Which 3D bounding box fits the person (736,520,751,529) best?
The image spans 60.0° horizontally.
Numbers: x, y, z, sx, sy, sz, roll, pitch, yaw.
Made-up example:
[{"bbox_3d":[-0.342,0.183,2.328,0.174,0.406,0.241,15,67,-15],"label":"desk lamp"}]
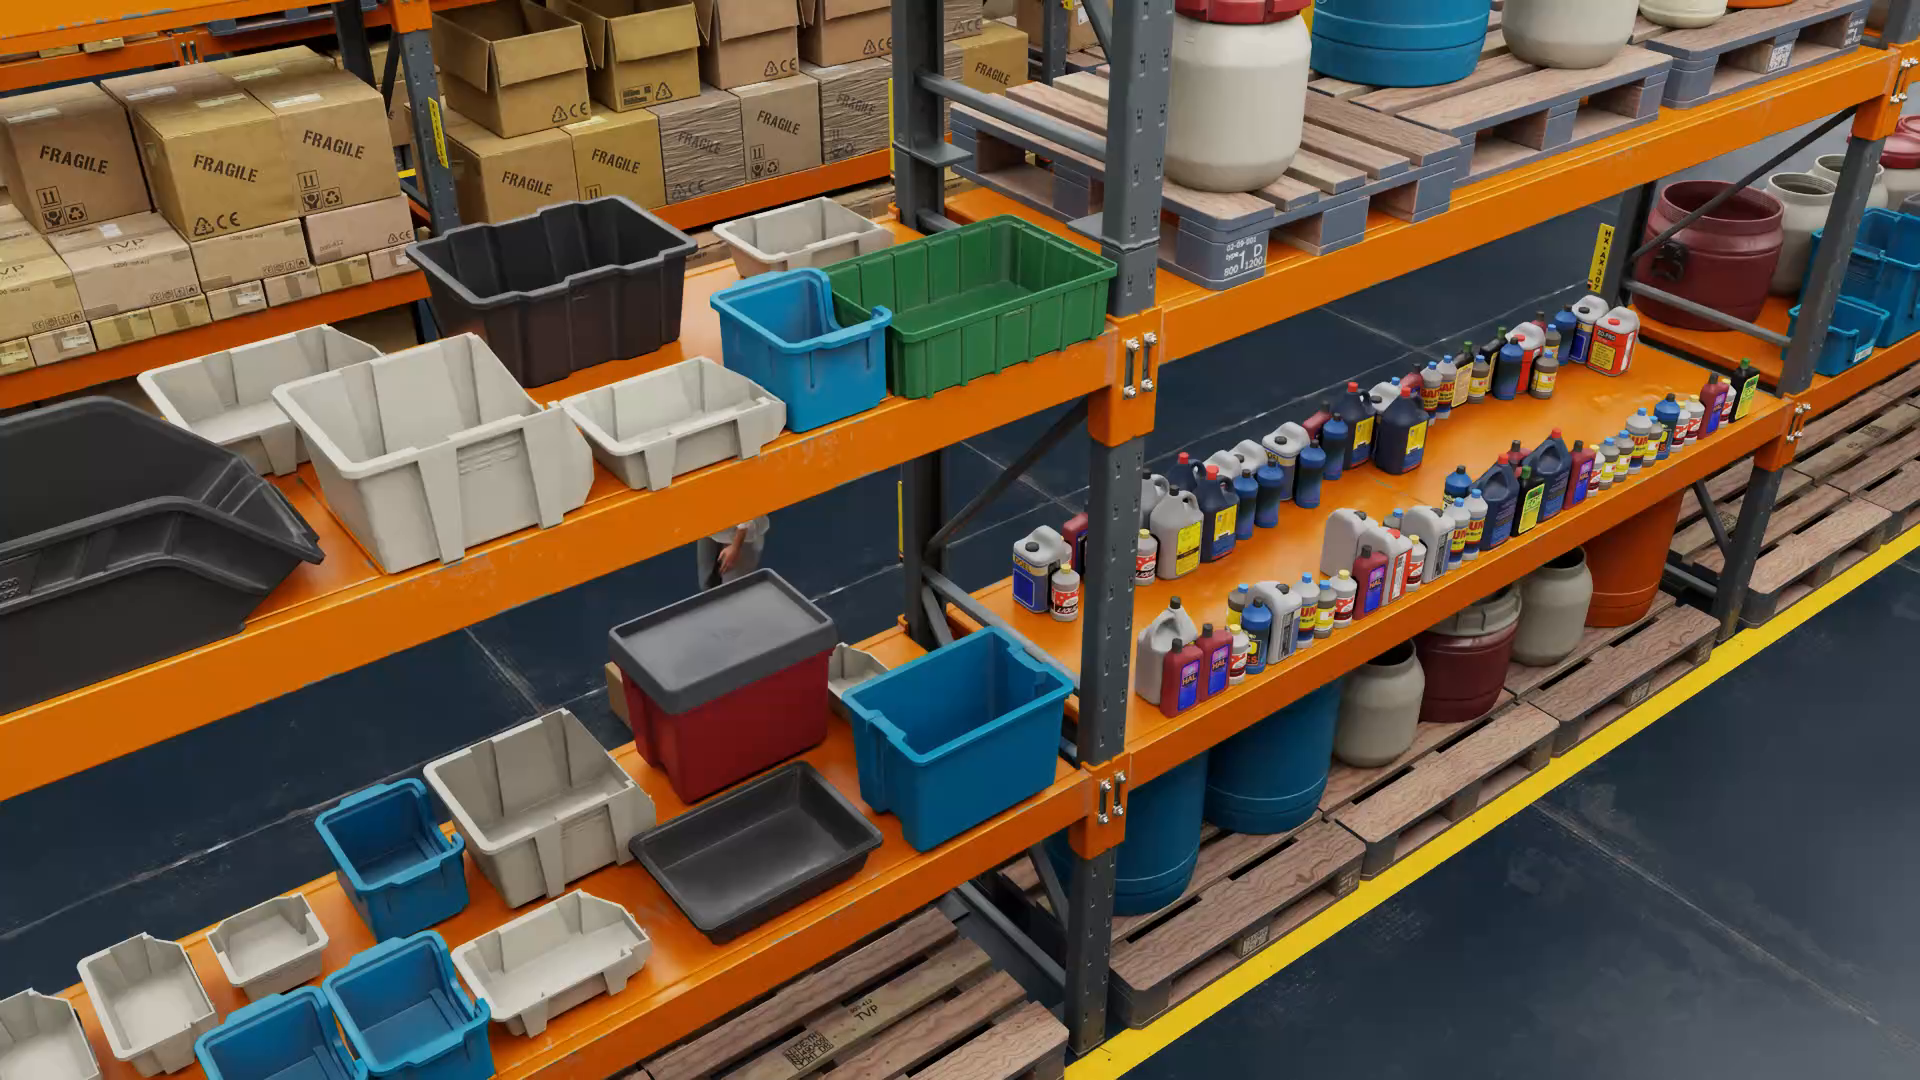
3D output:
[{"bbox_3d":[-0.985,-0.276,7.083,0.280,0.565,0.415,-22,39,-30],"label":"person"}]
